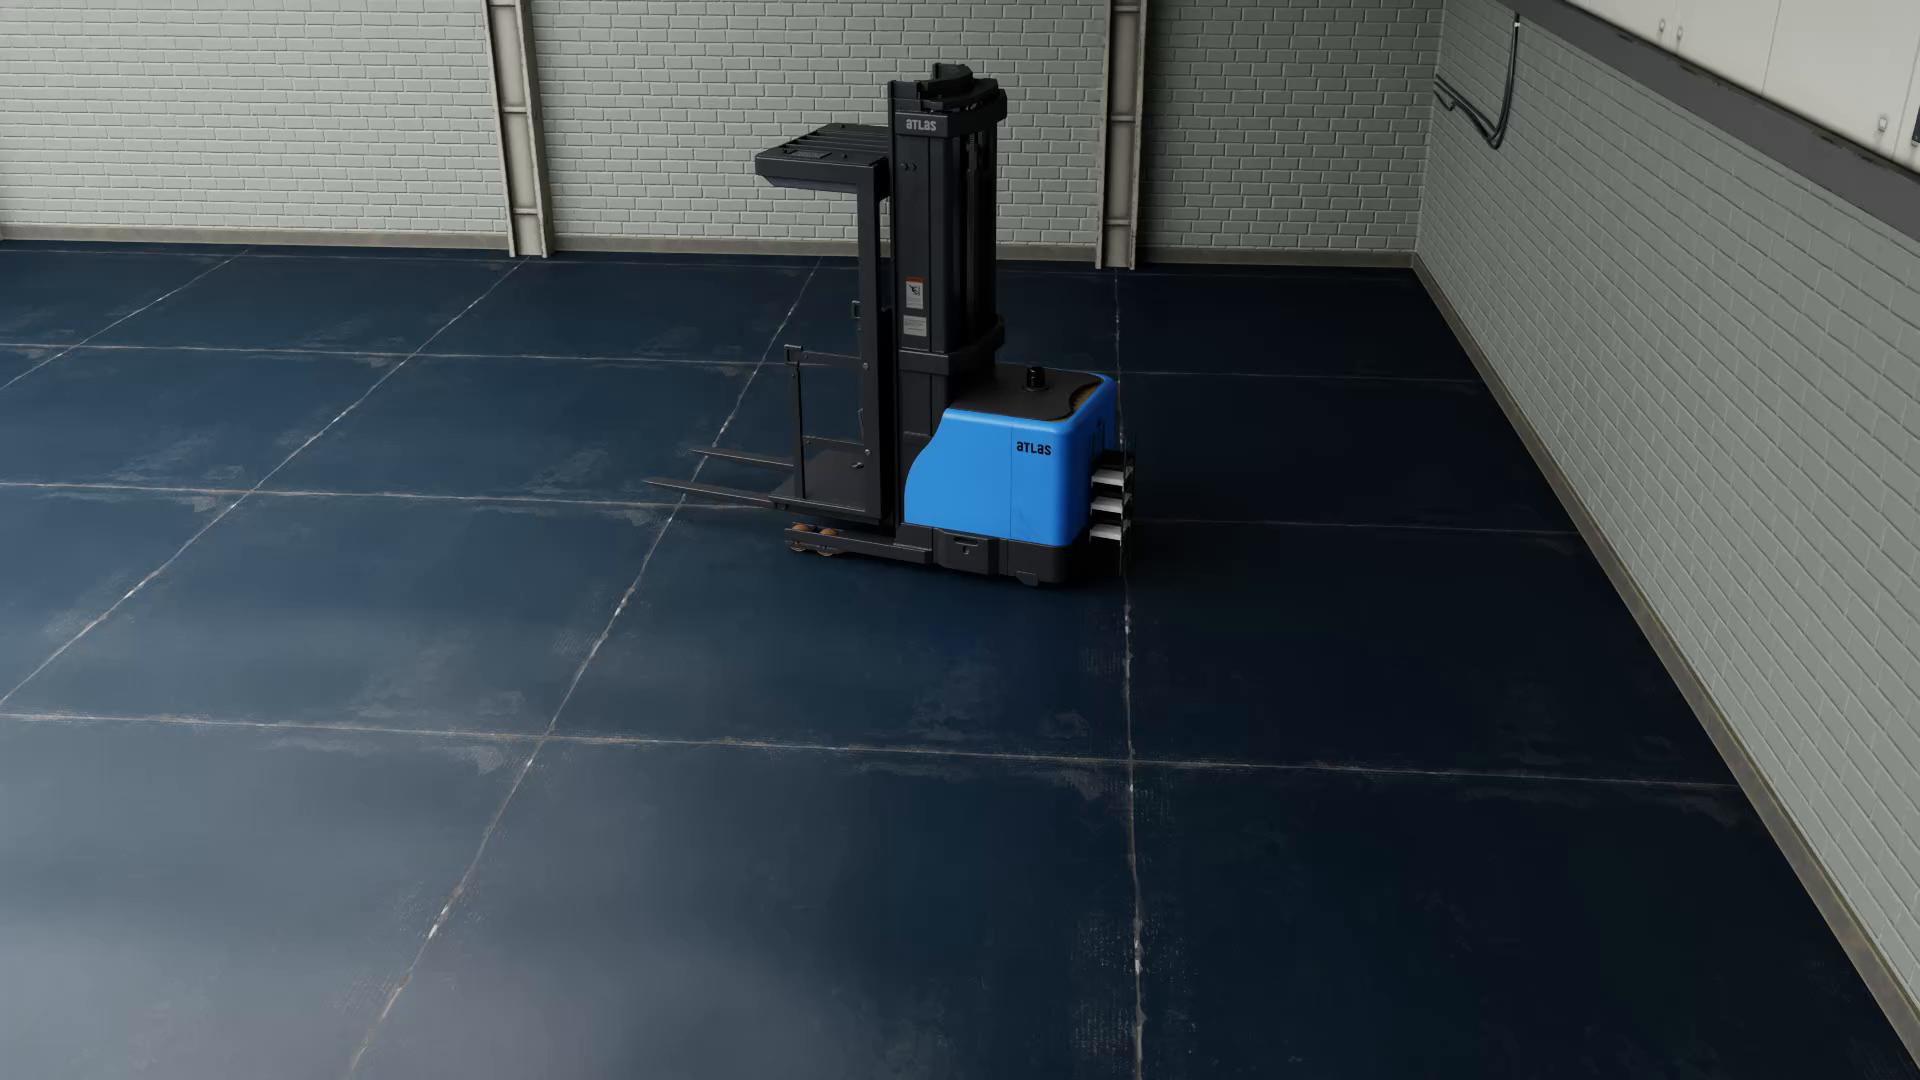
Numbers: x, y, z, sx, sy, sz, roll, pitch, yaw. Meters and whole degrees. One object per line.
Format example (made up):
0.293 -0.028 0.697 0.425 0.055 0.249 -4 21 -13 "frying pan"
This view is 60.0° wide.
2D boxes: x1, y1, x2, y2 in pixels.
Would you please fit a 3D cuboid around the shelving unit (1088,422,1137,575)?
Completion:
0.936 -0.254 10.225 0.210 0.900 0.258 9 26 19 "shelving unit"

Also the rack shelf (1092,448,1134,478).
0.936 -0.469 10.126 0.200 0.077 0.258 9 26 19 "rack shelf"

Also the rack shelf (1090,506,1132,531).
0.936 -0.142 10.277 0.200 0.077 0.258 9 26 19 "rack shelf"

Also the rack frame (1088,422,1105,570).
0.841 -0.269 10.258 0.006 0.900 0.240 9 26 19 "rack frame"

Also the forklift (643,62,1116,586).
-0.580 -1.425 10.341 3.031 2.935 1.130 9 26 19 "forklift"

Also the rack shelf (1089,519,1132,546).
0.936 -0.060 10.314 0.200 0.077 0.258 9 26 19 "rack shelf"

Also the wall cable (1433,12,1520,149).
4.404 -4.808 14.148 0.112 2.526 3.097 2 25 4 "wall cable"

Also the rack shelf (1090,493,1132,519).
0.936 -0.224 10.239 0.200 0.077 0.258 9 26 19 "rack shelf"

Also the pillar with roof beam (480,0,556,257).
-4.744 -5.261 11.419 0.400 9.000 9.100 2 25 4 "pillar with roof beam"

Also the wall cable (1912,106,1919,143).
3.662 -3.807 4.190 0.169 6.003 2.305 2 25 4 "wall cable"

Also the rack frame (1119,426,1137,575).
1.031 -0.238 10.192 0.006 0.900 0.240 9 26 19 "rack frame"

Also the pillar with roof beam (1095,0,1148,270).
1.239 -5.069 11.002 0.400 9.000 9.100 2 25 4 "pillar with roof beam"

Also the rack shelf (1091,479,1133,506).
0.936 -0.305 10.201 0.200 0.077 0.258 9 26 19 "rack shelf"

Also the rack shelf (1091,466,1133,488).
0.936 -0.387 10.164 0.200 0.077 0.258 9 26 19 "rack shelf"

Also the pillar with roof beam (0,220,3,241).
-10.726 -5.453 11.836 0.400 9.000 9.100 2 25 4 "pillar with roof beam"
